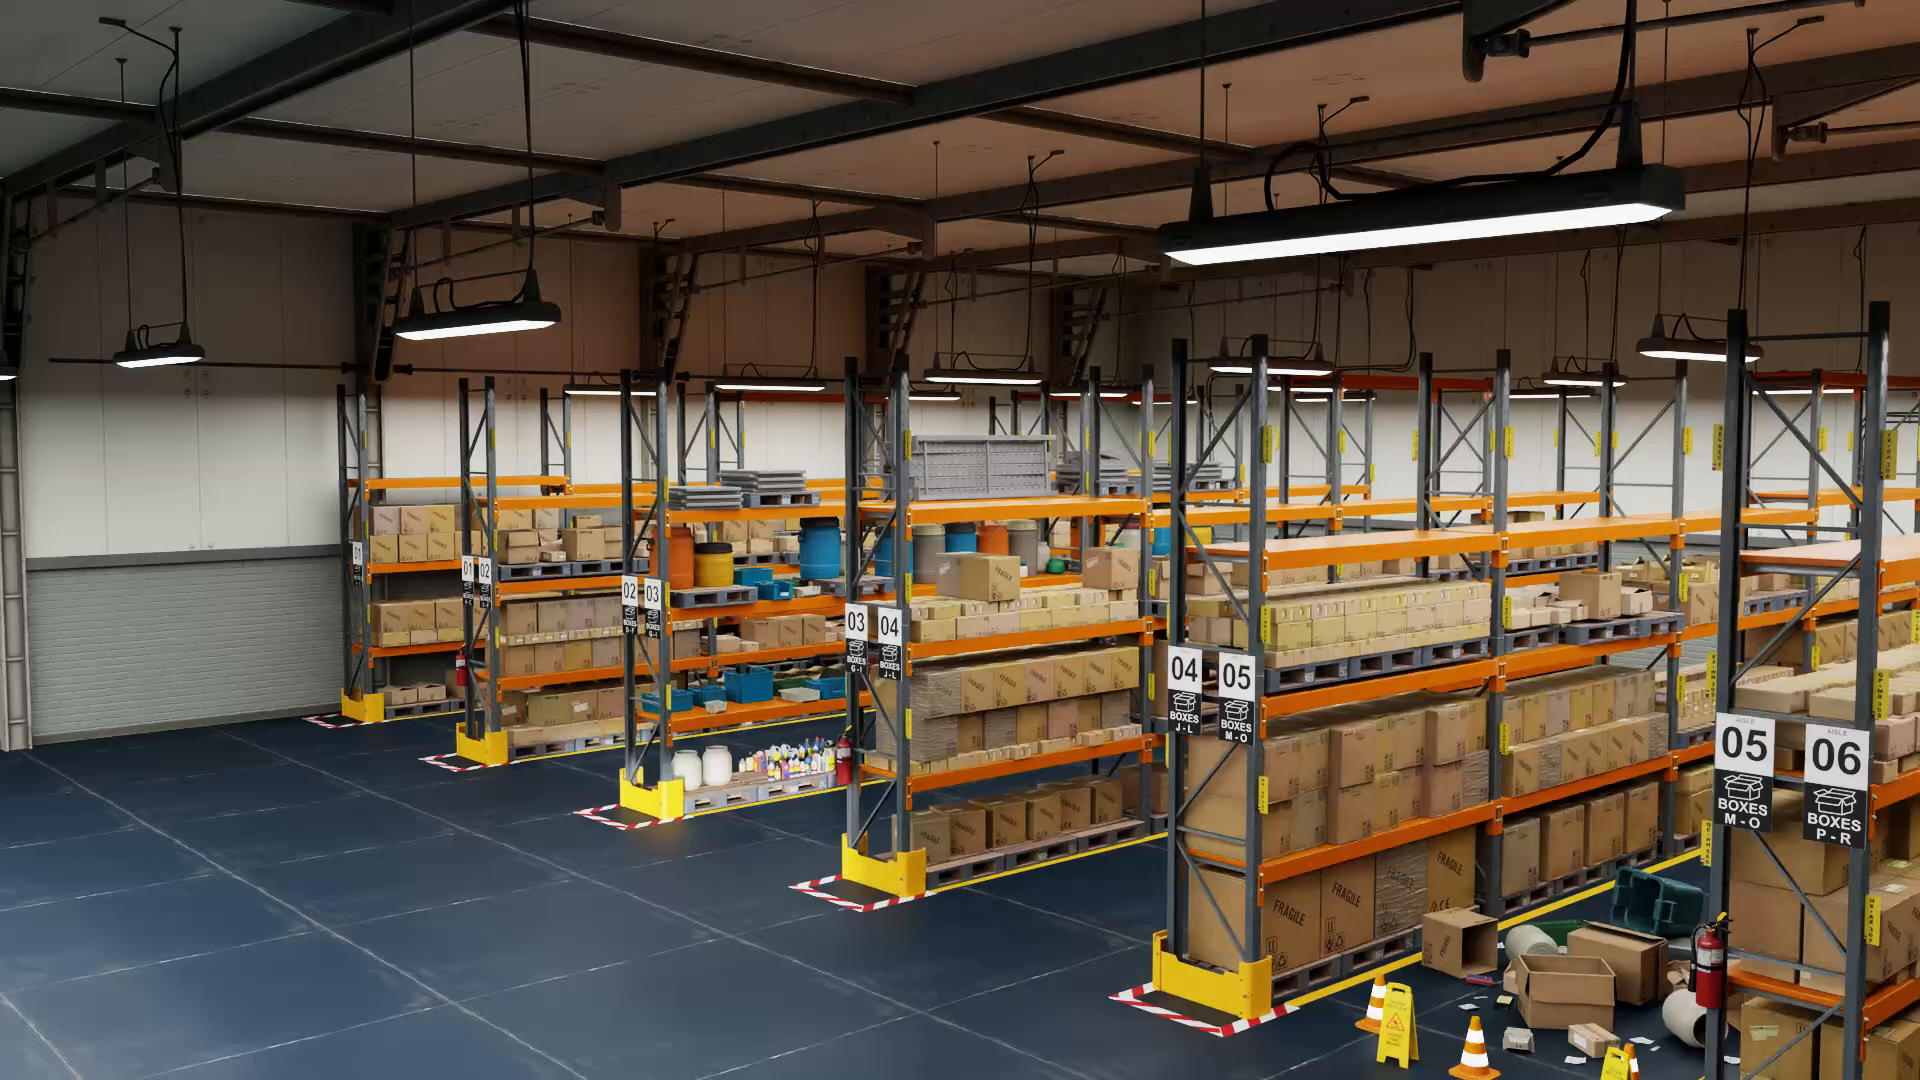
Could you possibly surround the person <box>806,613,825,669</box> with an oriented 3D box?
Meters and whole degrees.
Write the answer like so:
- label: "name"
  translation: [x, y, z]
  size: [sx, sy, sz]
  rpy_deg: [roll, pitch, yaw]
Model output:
- label: "person"
  translation: [-2.868, 2.211, 33.105]
  size: [0.535, 1.568, 0.904]
  rpy_deg: [3, 5, 39]
